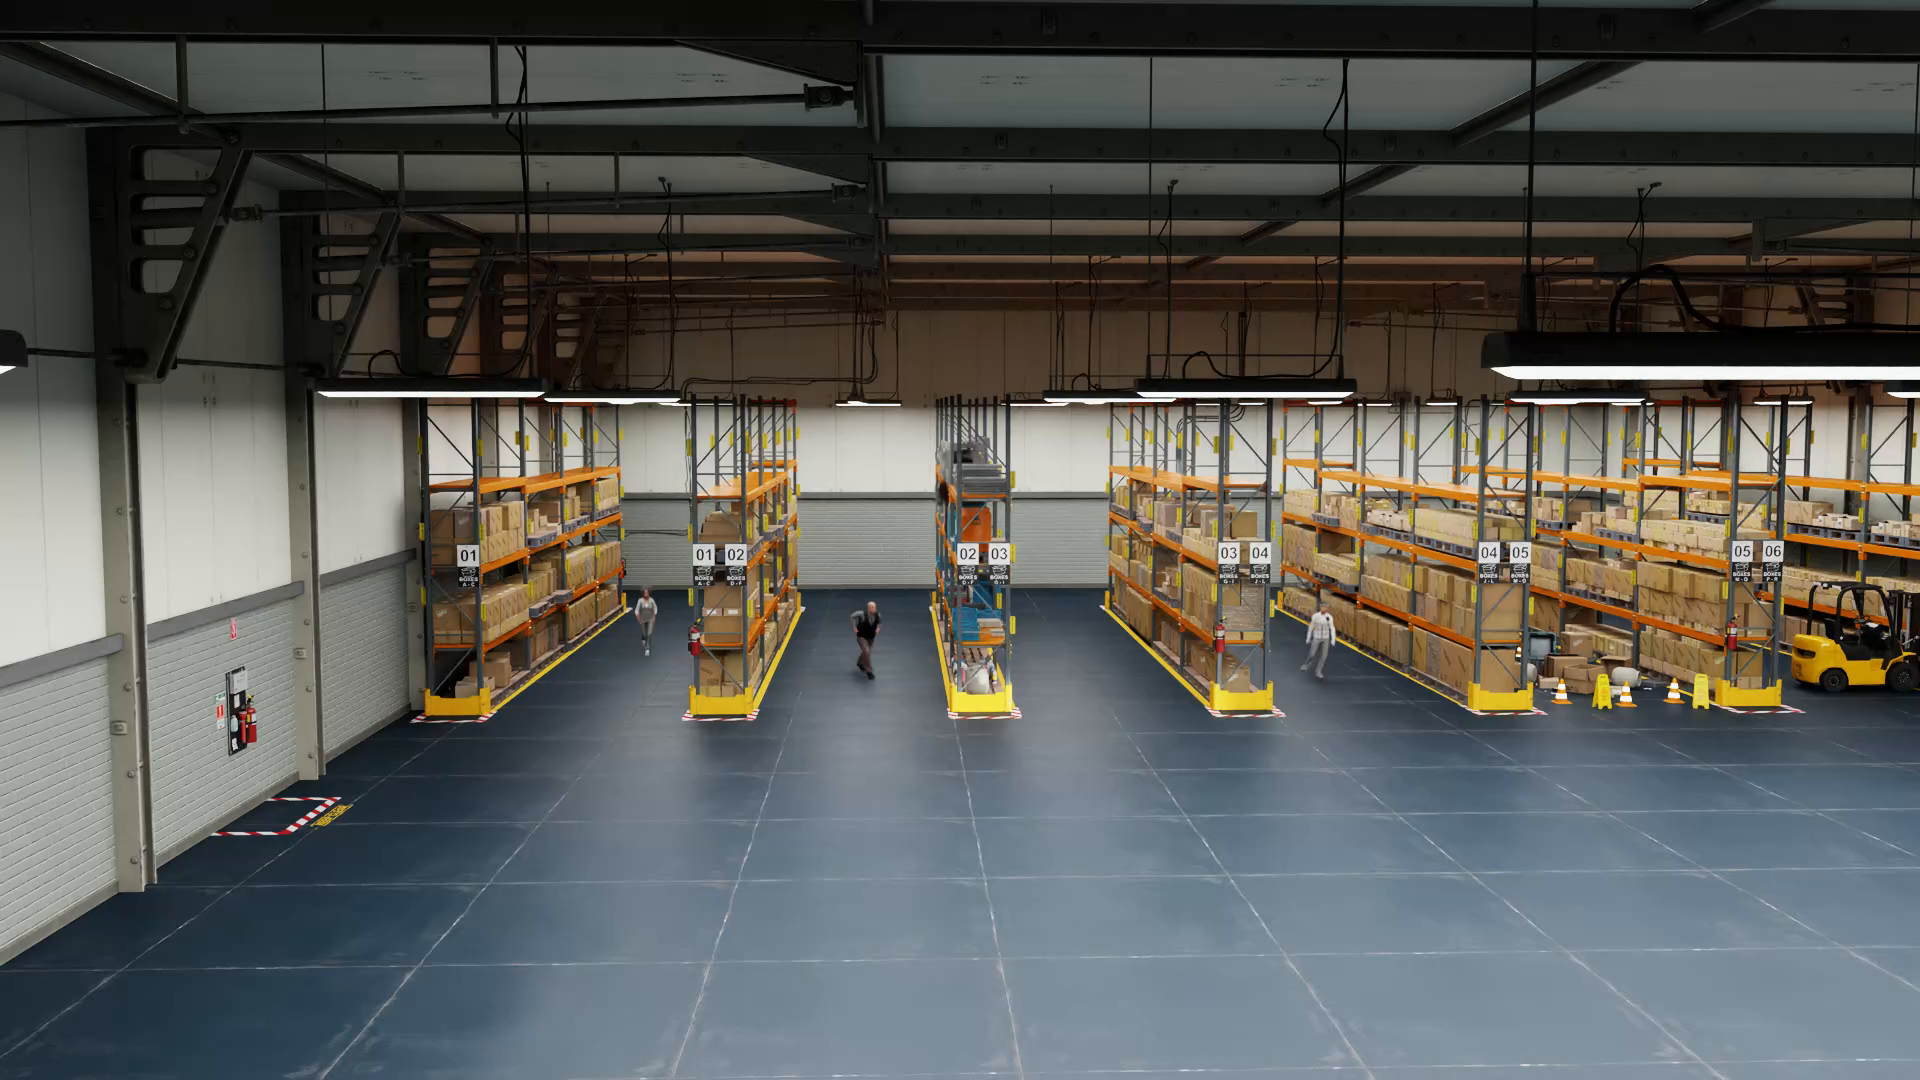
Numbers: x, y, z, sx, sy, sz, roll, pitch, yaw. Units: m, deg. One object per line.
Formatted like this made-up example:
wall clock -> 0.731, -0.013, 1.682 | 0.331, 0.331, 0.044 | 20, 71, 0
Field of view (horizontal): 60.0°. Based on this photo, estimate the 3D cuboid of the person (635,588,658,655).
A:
person -> -7.334, 1.898, 38.905 | 0.517, 1.559, 0.660 | -1, 5, -11

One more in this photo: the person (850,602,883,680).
person -> -2.030, 2.052, 35.568 | 0.704, 1.535, 0.957 | -2, 5, -22

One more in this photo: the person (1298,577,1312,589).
person -> 10.228, 1.018, 48.663 | 0.709, 1.802, 0.684 | 1, 5, 14

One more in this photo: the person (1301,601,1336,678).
person -> 7.662, 2.101, 35.554 | 0.709, 1.648, 0.532 | 1, 5, 8
